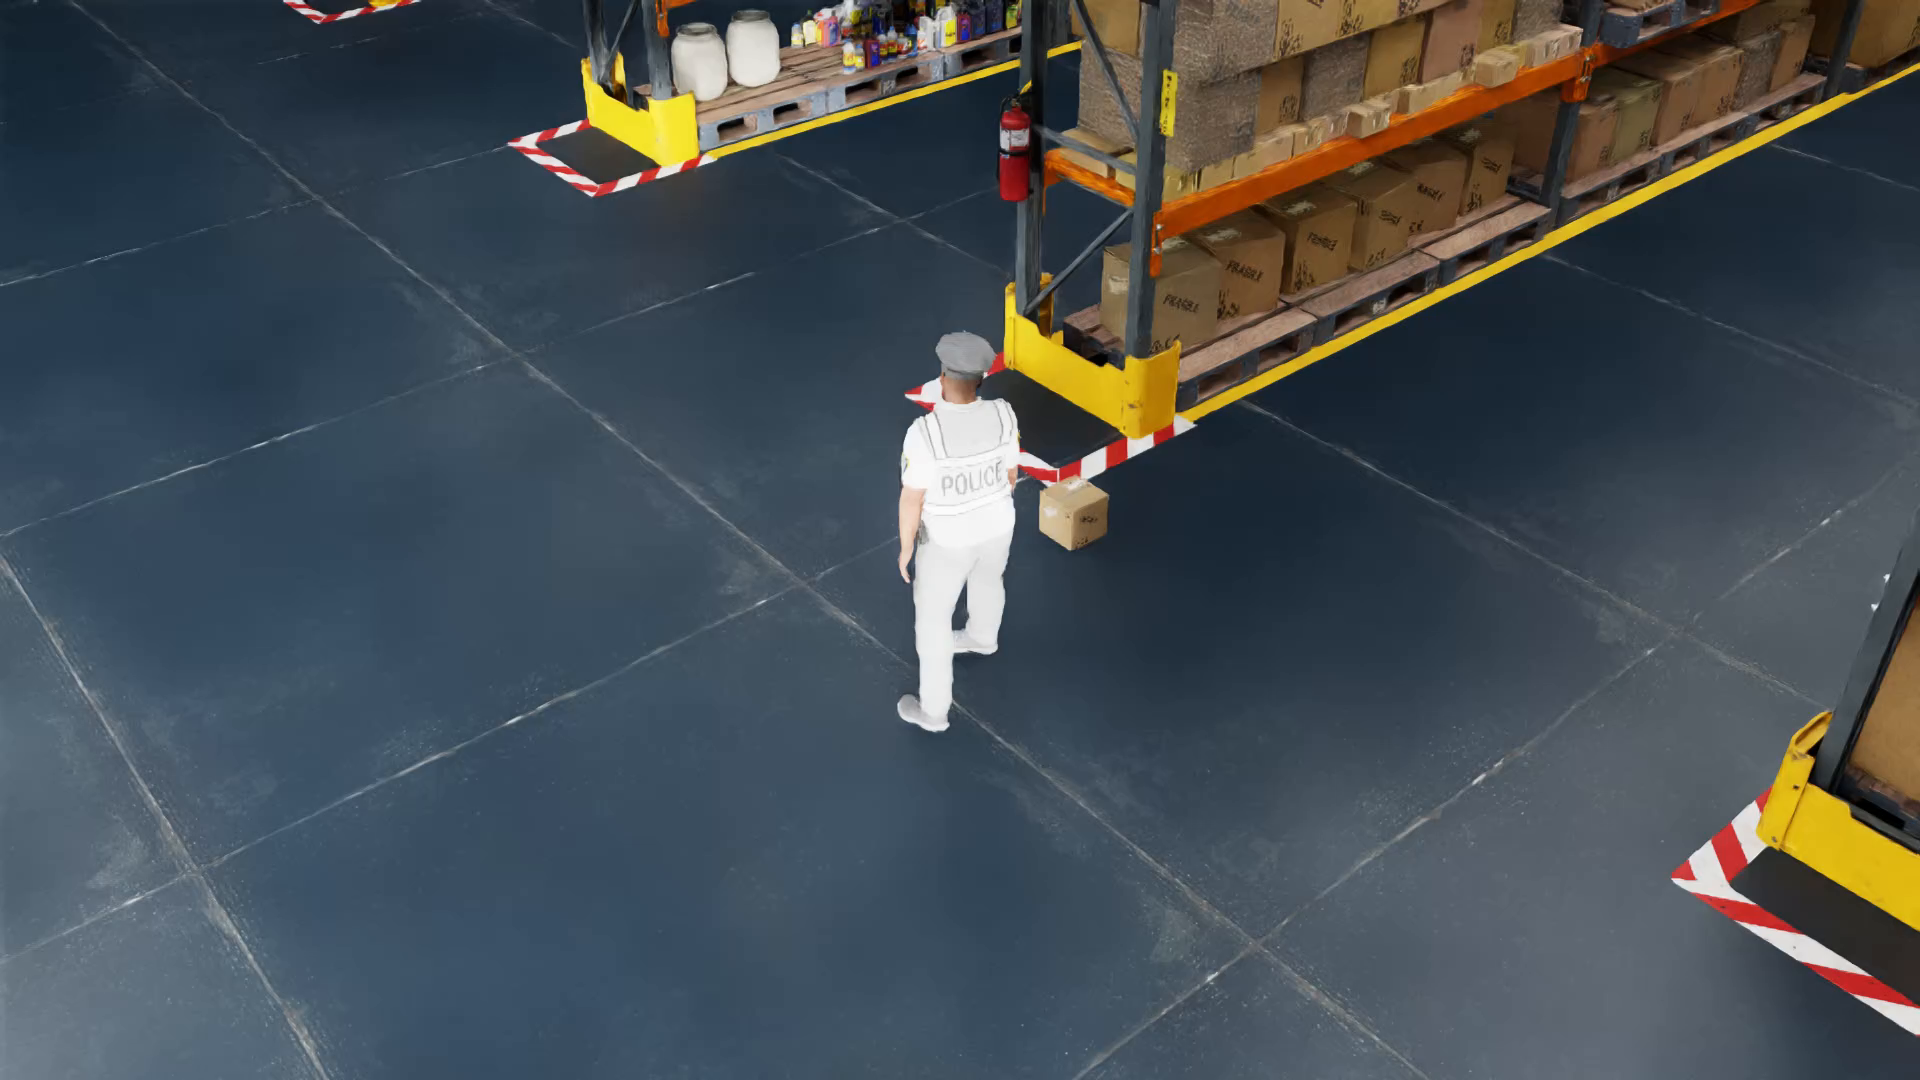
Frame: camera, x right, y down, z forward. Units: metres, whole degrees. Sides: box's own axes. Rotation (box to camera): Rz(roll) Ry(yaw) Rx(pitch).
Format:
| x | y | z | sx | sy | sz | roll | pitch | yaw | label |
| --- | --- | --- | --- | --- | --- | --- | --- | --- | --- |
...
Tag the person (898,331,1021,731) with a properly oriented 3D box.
| x | y | z | sx | sy | sz | roll | pitch | yaw | label |
| --- | --- | --- | --- | --- | --- | --- | --- | --- | --- |
| -0.031 | -0.037 | 7.141 | 0.634 | 1.755 | 0.604 | -20 | 40 | -25 | person |
